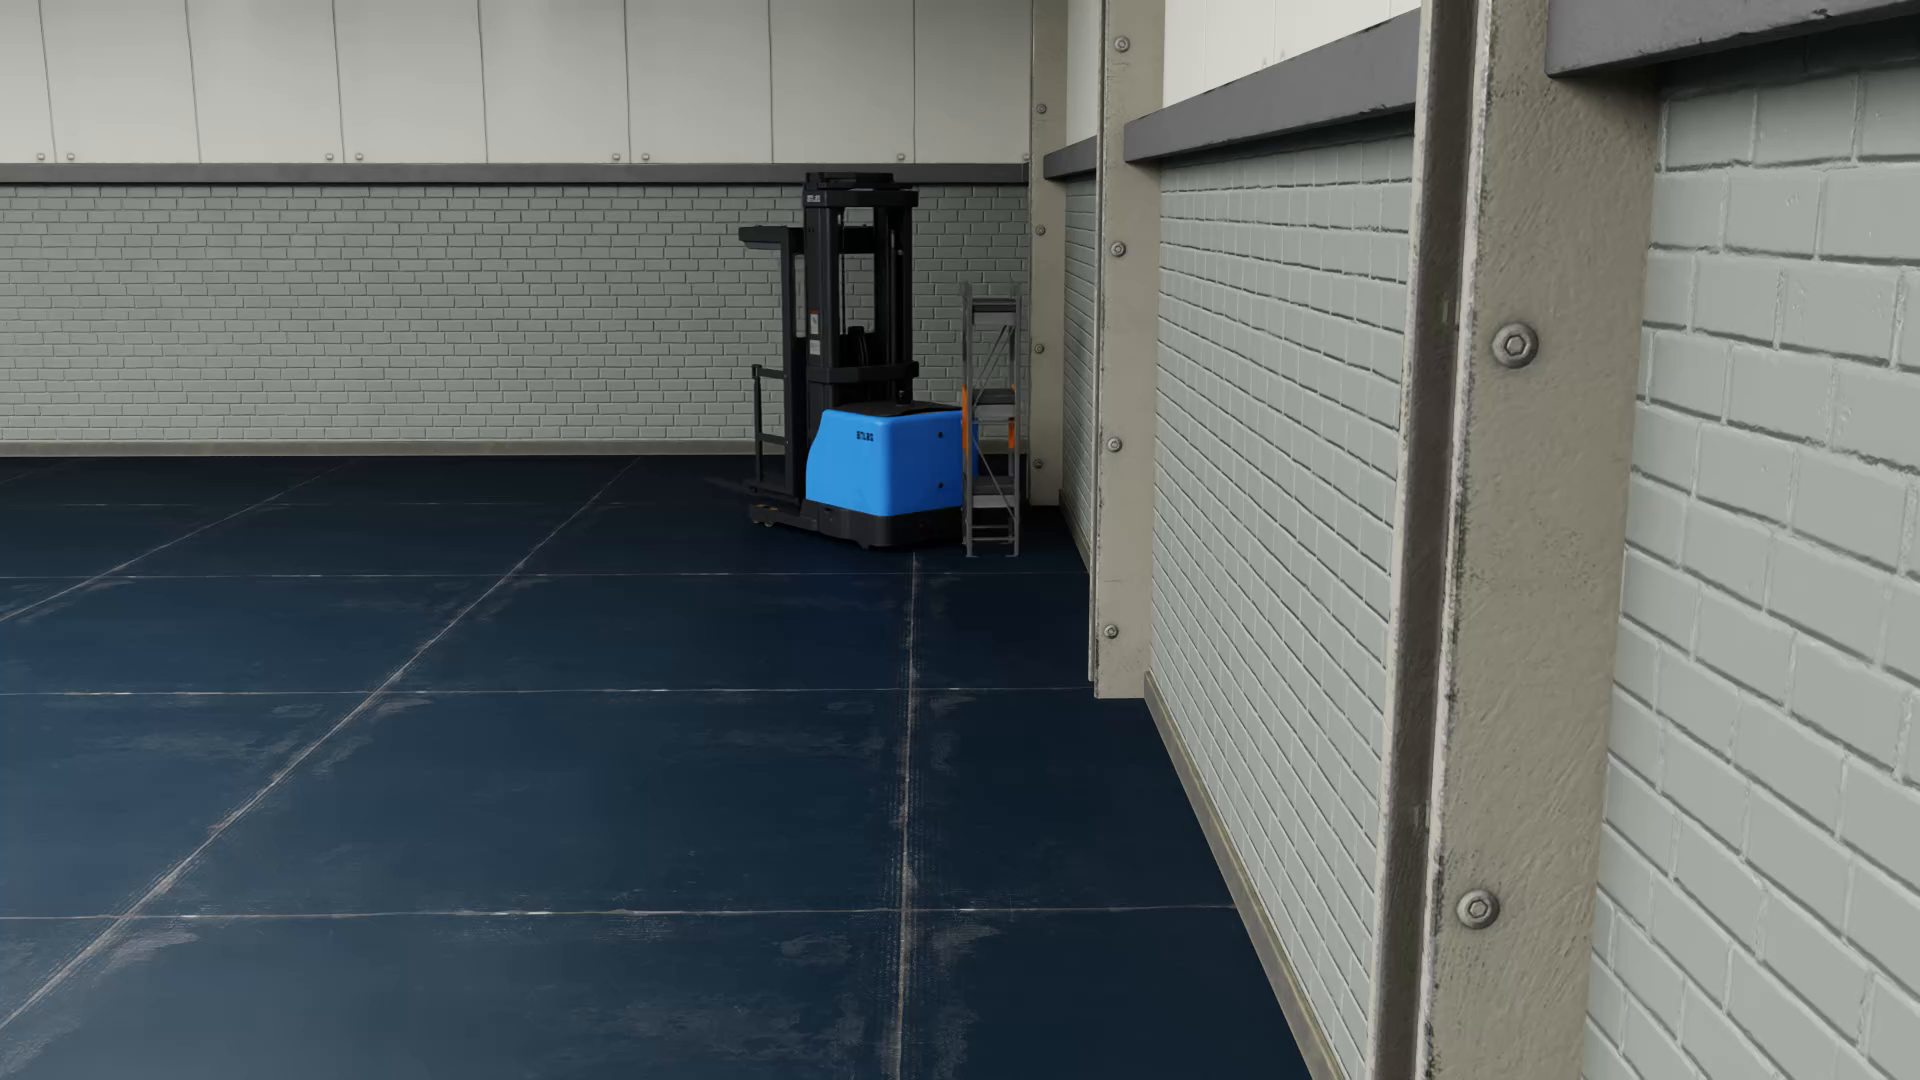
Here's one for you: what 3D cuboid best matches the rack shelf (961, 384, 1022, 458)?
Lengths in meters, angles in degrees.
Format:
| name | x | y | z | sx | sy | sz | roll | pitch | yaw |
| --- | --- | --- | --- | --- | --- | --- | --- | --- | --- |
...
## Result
| name | x | y | z | sx | sy | sz | roll | pitch | yaw |
| --- | --- | --- | --- | --- | --- | --- | --- | --- | --- |
| rack shelf | 0.239 | -0.931 | 12.934 | 0.431 | 0.518 | 0.480 | -1 | 11 | -4 |

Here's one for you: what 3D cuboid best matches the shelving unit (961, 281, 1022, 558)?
| name | x | y | z | sx | sy | sz | roll | pitch | yaw |
| --- | --- | --- | --- | --- | --- | --- | --- | --- | --- |
| shelving unit | 0.239 | -0.944 | 12.932 | 0.431 | 2.100 | 0.503 | -1 | 11 | -4 |

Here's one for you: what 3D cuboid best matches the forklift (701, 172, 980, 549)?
| name | x | y | z | sx | sy | sz | roll | pitch | yaw |
| --- | --- | --- | --- | --- | --- | --- | --- | --- | --- |
| forklift | -1.159 | -1.601 | 14.081 | 1.130 | 2.935 | 3.031 | -9 | 15 | -39 |

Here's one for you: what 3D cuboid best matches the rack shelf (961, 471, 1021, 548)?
| name | x | y | z | sx | sy | sz | roll | pitch | yaw |
| --- | --- | --- | --- | --- | --- | --- | --- | --- | --- |
| rack shelf | 0.239 | -0.245 | 13.073 | 0.431 | 0.518 | 0.480 | -1 | 11 | -4 |

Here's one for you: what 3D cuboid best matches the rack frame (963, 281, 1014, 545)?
| name | x | y | z | sx | sy | sz | roll | pitch | yaw |
| --- | --- | --- | --- | --- | --- | --- | --- | --- | --- |
| rack frame | 0.223 | -0.992 | 13.170 | 0.400 | 2.100 | 0.015 | -1 | 11 | -4 |

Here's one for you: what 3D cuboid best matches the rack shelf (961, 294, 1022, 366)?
| name | x | y | z | sx | sy | sz | roll | pitch | yaw |
| --- | --- | --- | --- | --- | --- | --- | --- | --- | --- |
| rack shelf | 0.239 | -1.617 | 12.795 | 0.431 | 0.518 | 0.480 | -1 | 11 | -4 |

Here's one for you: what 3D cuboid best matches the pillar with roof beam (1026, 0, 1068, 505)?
| name | x | y | z | sx | sy | sz | roll | pitch | yaw |
| --- | --- | --- | --- | --- | --- | --- | --- | --- | --- |
| pillar with roof beam | -3.527 | -4.747 | 14.325 | 9.100 | 9.000 | 0.400 | 0 | 11 | -1 |

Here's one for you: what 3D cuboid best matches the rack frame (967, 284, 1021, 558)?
| name | x | y | z | sx | sy | sz | roll | pitch | yaw |
| --- | --- | --- | --- | --- | --- | --- | --- | --- | --- |
| rack frame | 0.256 | -0.896 | 12.693 | 0.400 | 2.100 | 0.015 | -1 | 11 | -4 |

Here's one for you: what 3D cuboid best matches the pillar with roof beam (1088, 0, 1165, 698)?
| name | x | y | z | sx | sy | sz | roll | pitch | yaw |
| --- | --- | --- | --- | --- | --- | --- | --- | --- | --- |
| pillar with roof beam | -3.403 | -3.554 | 8.446 | 9.100 | 9.000 | 0.400 | 0 | 11 | -1 |
